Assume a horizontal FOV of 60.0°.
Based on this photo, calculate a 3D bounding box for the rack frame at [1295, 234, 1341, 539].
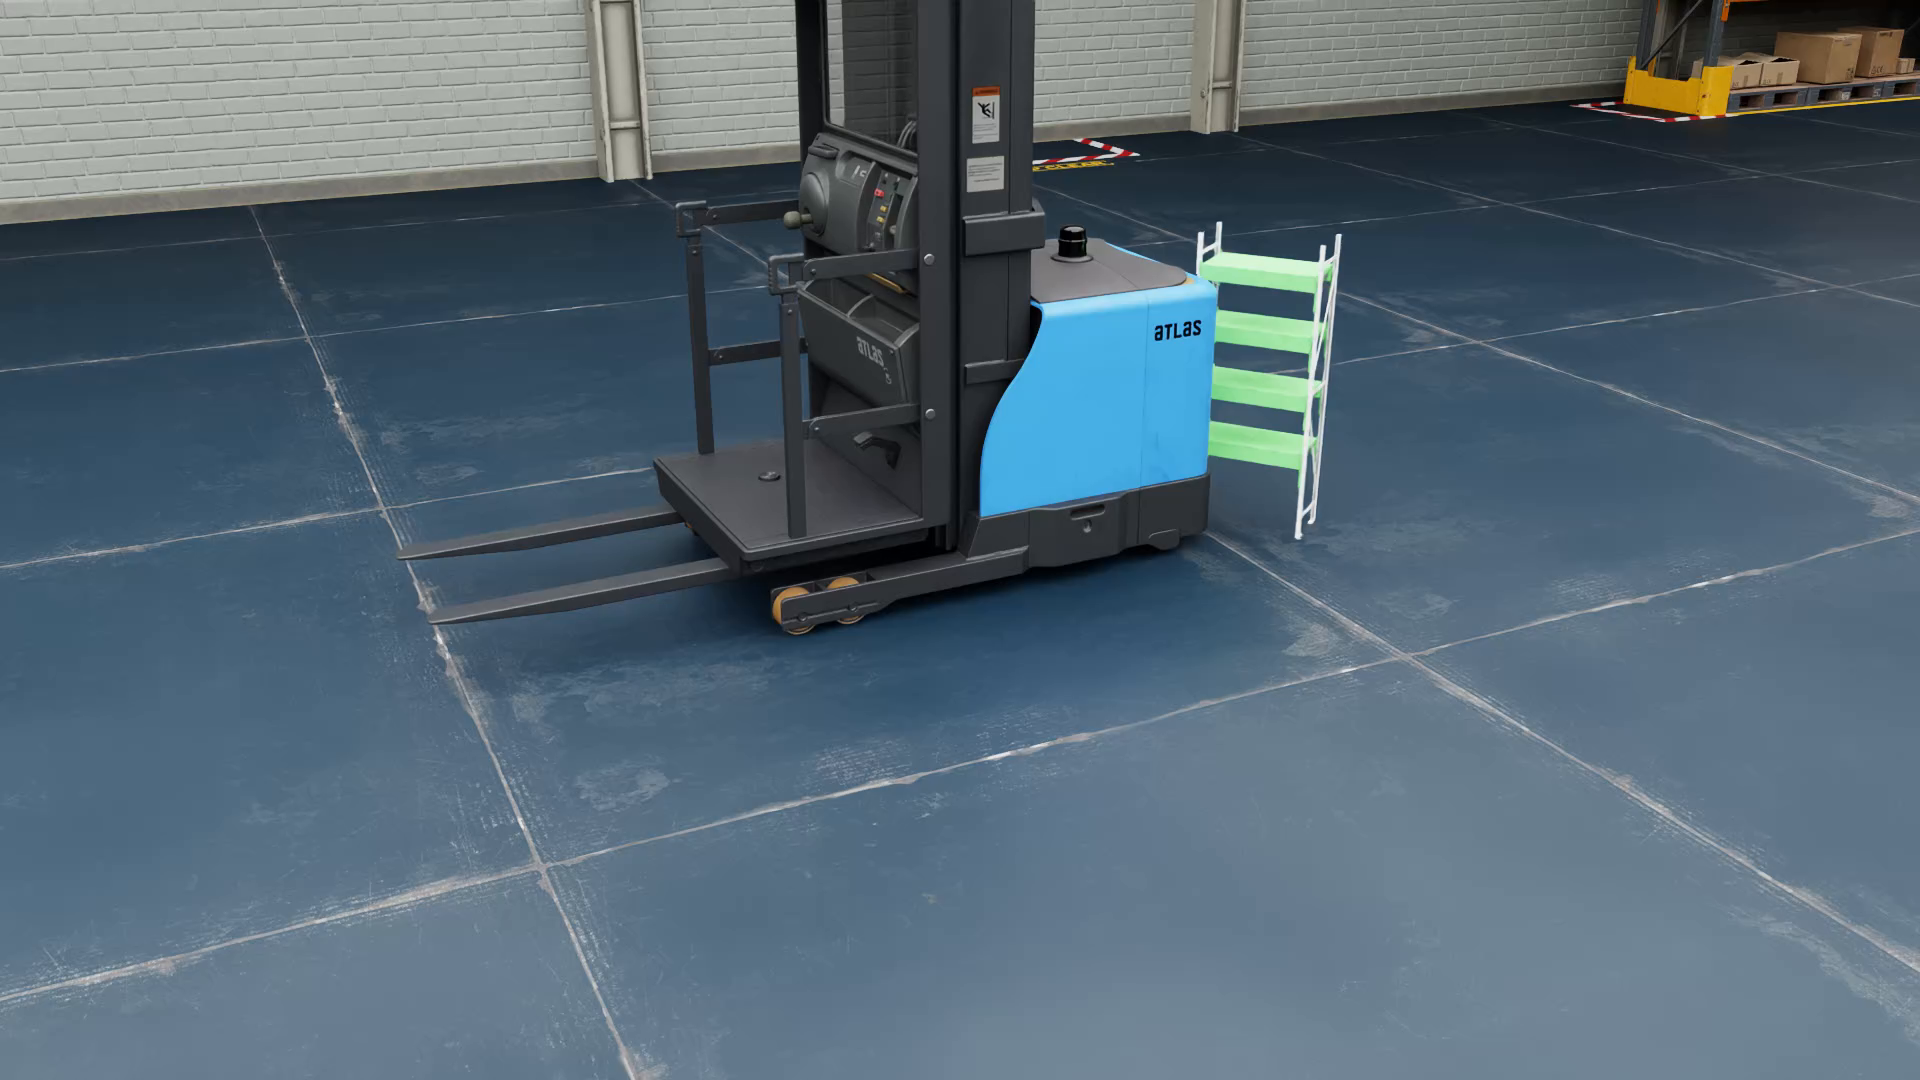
[{"bbox_3d":[1.426,-0.600,6.628,0.015,1.200,0.240,11,25,25],"label":"rack frame"}]

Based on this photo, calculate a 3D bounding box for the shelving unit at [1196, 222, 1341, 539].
[{"bbox_3d":[1.209,-0.643,6.731,0.503,1.200,0.258,11,25,25],"label":"shelving unit"}]

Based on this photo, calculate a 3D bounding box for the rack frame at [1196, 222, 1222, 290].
[{"bbox_3d":[0.992,-0.686,6.833,0.015,1.200,0.240,11,25,25],"label":"rack frame"}]

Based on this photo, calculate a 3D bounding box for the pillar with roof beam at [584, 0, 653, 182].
[{"bbox_3d":[-0.999,-5.782,8.952,0.400,9.000,9.100,-10,25,-24],"label":"pillar with roof beam"}]

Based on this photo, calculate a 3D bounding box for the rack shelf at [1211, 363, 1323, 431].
[{"bbox_3d":[1.209,-0.584,6.755,0.480,0.148,0.258,11,25,25],"label":"rack shelf"}]

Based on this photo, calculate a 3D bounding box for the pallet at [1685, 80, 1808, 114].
[{"bbox_3d":[8.507,-4.916,18.351,1.213,0.211,1.003,-10,25,-24],"label":"pallet"}]

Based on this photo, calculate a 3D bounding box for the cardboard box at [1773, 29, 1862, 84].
[{"bbox_3d":[9.550,-5.401,18.568,0.500,0.500,0.700,-12,25,-27],"label":"cardboard box"}]

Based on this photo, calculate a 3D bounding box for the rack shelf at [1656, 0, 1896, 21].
[{"bbox_3d":[9.493,-6.069,18.430,4.000,0.370,1.077,-10,25,-24],"label":"rack shelf"}]

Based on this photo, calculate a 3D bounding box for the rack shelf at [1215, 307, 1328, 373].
[{"bbox_3d":[1.210,-0.806,6.664,0.480,0.148,0.258,11,25,25],"label":"rack shelf"}]

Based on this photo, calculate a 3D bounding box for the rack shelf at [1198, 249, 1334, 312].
[{"bbox_3d":[1.211,-1.028,6.573,0.480,0.148,0.258,11,25,25],"label":"rack shelf"}]

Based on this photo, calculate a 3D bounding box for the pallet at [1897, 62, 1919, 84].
[{"bbox_3d":[11.996,-5.574,19.941,1.213,0.211,1.003,-10,25,-24],"label":"pallet"}]

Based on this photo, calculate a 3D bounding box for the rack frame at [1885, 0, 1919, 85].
[{"bbox_3d":[11.295,-6.733,19.094,0.127,3.000,1.000,-10,25,-24],"label":"rack frame"}]

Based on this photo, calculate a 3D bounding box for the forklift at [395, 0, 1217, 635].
[{"bbox_3d":[-0.556,-1.247,5.931,3.031,2.935,1.130,-11,25,-25],"label":"forklift"}]

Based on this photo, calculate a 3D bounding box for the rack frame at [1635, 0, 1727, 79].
[{"bbox_3d":[7.691,-6.070,17.491,0.127,3.000,1.000,-10,25,-24],"label":"rack frame"}]

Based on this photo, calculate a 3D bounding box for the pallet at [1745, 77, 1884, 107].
[{"bbox_3d":[9.605,-5.117,18.836,1.213,0.211,1.003,-10,25,-24],"label":"pallet"}]

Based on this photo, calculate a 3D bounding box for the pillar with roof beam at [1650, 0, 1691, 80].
[{"bbox_3d":[9.814,-7.772,13.760,0.400,9.000,9.100,-10,25,-24],"label":"pillar with roof beam"}]

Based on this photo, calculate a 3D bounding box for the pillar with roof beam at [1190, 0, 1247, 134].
[{"bbox_3d":[4.407,-6.777,11.356,0.400,9.000,9.100,-10,25,-24],"label":"pillar with roof beam"}]

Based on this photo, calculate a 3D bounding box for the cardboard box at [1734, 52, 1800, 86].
[{"bbox_3d":[8.867,-5.209,18.352,0.500,0.311,0.500,-8,24,-19],"label":"cardboard box"}]

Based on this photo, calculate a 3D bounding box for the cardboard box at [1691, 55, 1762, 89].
[{"bbox_3d":[8.354,-5.114,18.124,0.500,0.311,0.500,-14,26,-30],"label":"cardboard box"}]

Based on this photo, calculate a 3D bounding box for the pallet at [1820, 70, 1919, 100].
[{"bbox_3d":[10.705,-5.321,19.329,1.213,0.211,1.003,-10,25,-24],"label":"pallet"}]

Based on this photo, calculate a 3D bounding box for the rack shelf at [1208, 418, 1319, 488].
[{"bbox_3d":[1.207,-0.362,6.846,0.480,0.148,0.258,11,25,25],"label":"rack shelf"}]

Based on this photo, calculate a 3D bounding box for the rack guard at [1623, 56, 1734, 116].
[{"bbox_3d":[7.760,-4.927,18.000,0.348,0.500,1.175,-10,25,-24],"label":"rack guard"}]

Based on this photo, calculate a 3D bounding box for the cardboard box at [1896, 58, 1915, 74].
[{"bbox_3d":[10.826,-5.528,19.312,0.250,0.166,0.380,-14,26,-30],"label":"cardboard box"}]

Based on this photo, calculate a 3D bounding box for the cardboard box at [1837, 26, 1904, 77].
[{"bbox_3d":[10.377,-5.595,19.039,0.500,0.500,0.500,-12,26,-28],"label":"cardboard box"}]
